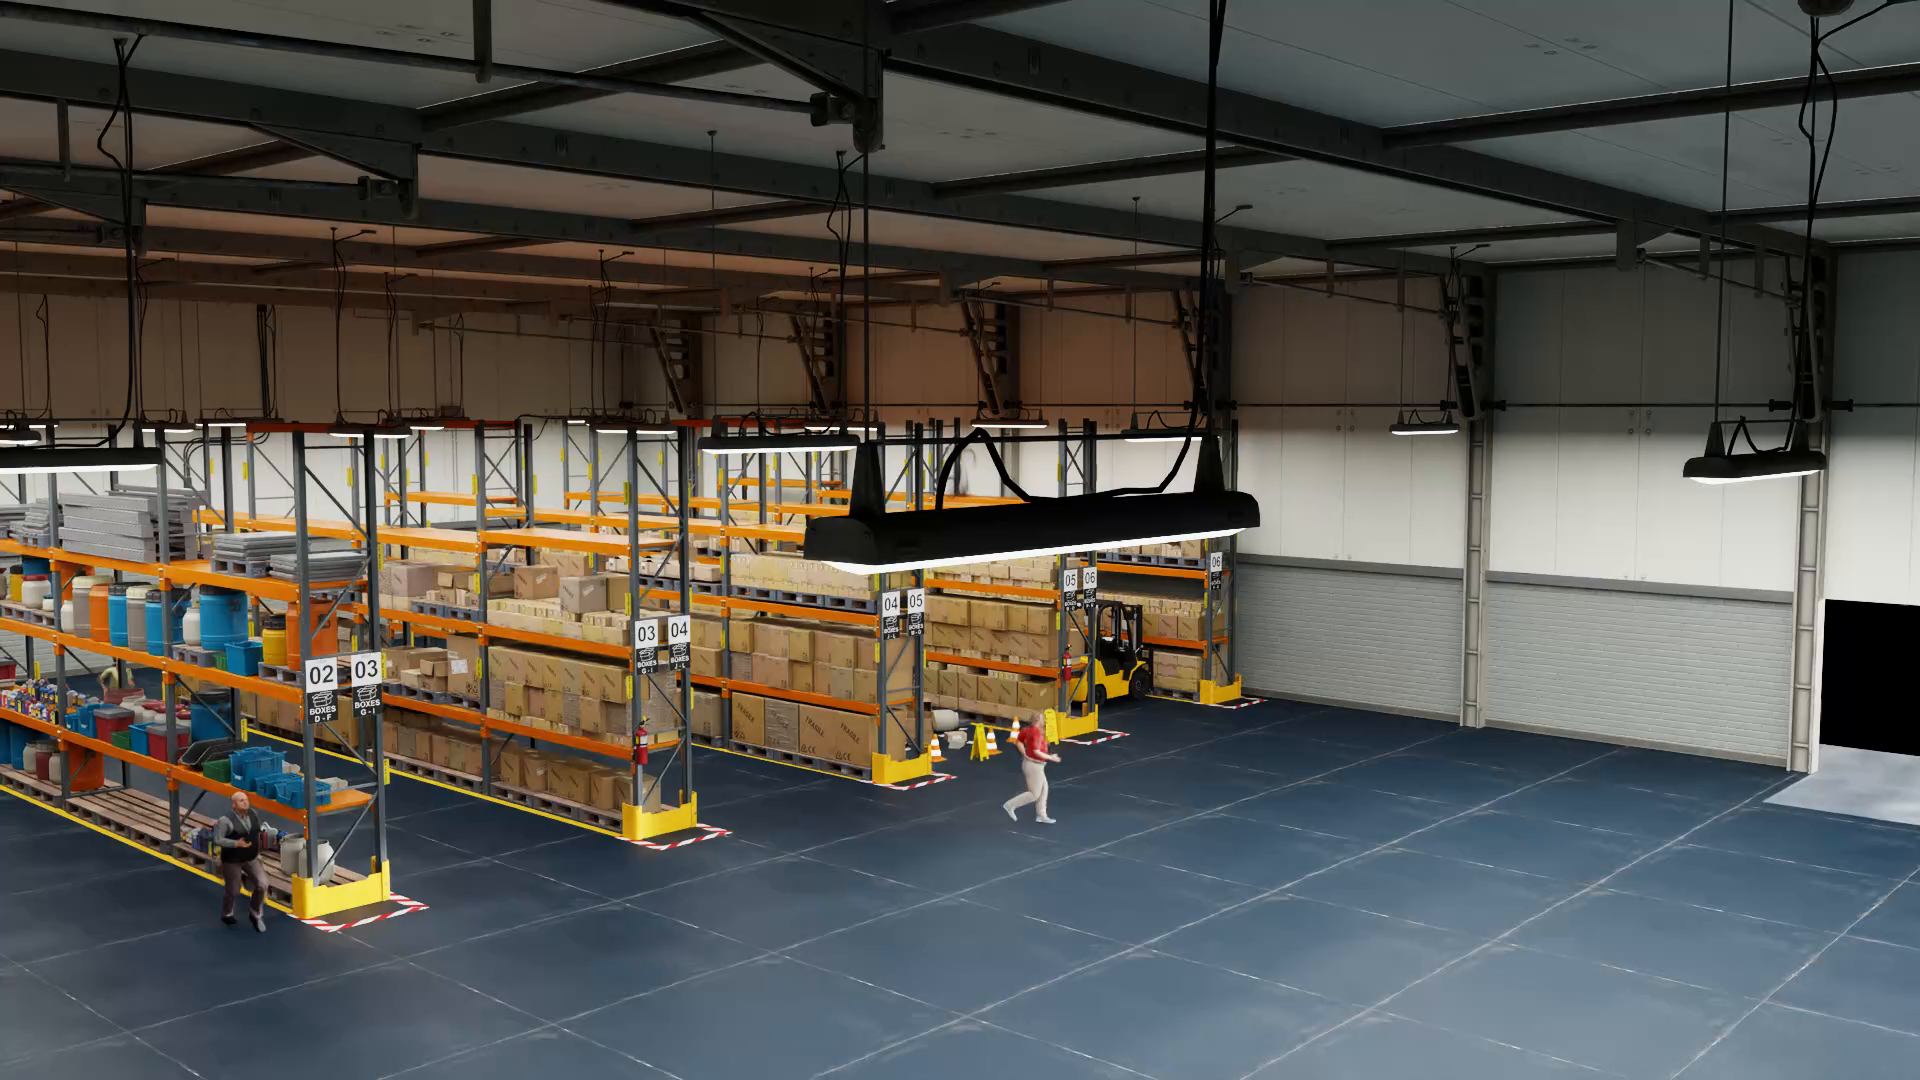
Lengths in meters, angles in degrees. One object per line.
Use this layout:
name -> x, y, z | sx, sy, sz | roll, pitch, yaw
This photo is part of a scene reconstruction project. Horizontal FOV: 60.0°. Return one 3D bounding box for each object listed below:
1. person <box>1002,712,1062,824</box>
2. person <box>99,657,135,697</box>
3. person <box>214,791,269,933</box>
person -> 1.039, 3.448, 24.995 | 0.886, 1.714, 0.652 | -1, 5, -14
person -> -15.751, 2.976, 31.113 | 0.845, 1.716, 0.511 | 3, 5, 28
person -> -8.627, 3.863, 19.938 | 0.803, 1.735, 0.670 | 4, 6, 38
